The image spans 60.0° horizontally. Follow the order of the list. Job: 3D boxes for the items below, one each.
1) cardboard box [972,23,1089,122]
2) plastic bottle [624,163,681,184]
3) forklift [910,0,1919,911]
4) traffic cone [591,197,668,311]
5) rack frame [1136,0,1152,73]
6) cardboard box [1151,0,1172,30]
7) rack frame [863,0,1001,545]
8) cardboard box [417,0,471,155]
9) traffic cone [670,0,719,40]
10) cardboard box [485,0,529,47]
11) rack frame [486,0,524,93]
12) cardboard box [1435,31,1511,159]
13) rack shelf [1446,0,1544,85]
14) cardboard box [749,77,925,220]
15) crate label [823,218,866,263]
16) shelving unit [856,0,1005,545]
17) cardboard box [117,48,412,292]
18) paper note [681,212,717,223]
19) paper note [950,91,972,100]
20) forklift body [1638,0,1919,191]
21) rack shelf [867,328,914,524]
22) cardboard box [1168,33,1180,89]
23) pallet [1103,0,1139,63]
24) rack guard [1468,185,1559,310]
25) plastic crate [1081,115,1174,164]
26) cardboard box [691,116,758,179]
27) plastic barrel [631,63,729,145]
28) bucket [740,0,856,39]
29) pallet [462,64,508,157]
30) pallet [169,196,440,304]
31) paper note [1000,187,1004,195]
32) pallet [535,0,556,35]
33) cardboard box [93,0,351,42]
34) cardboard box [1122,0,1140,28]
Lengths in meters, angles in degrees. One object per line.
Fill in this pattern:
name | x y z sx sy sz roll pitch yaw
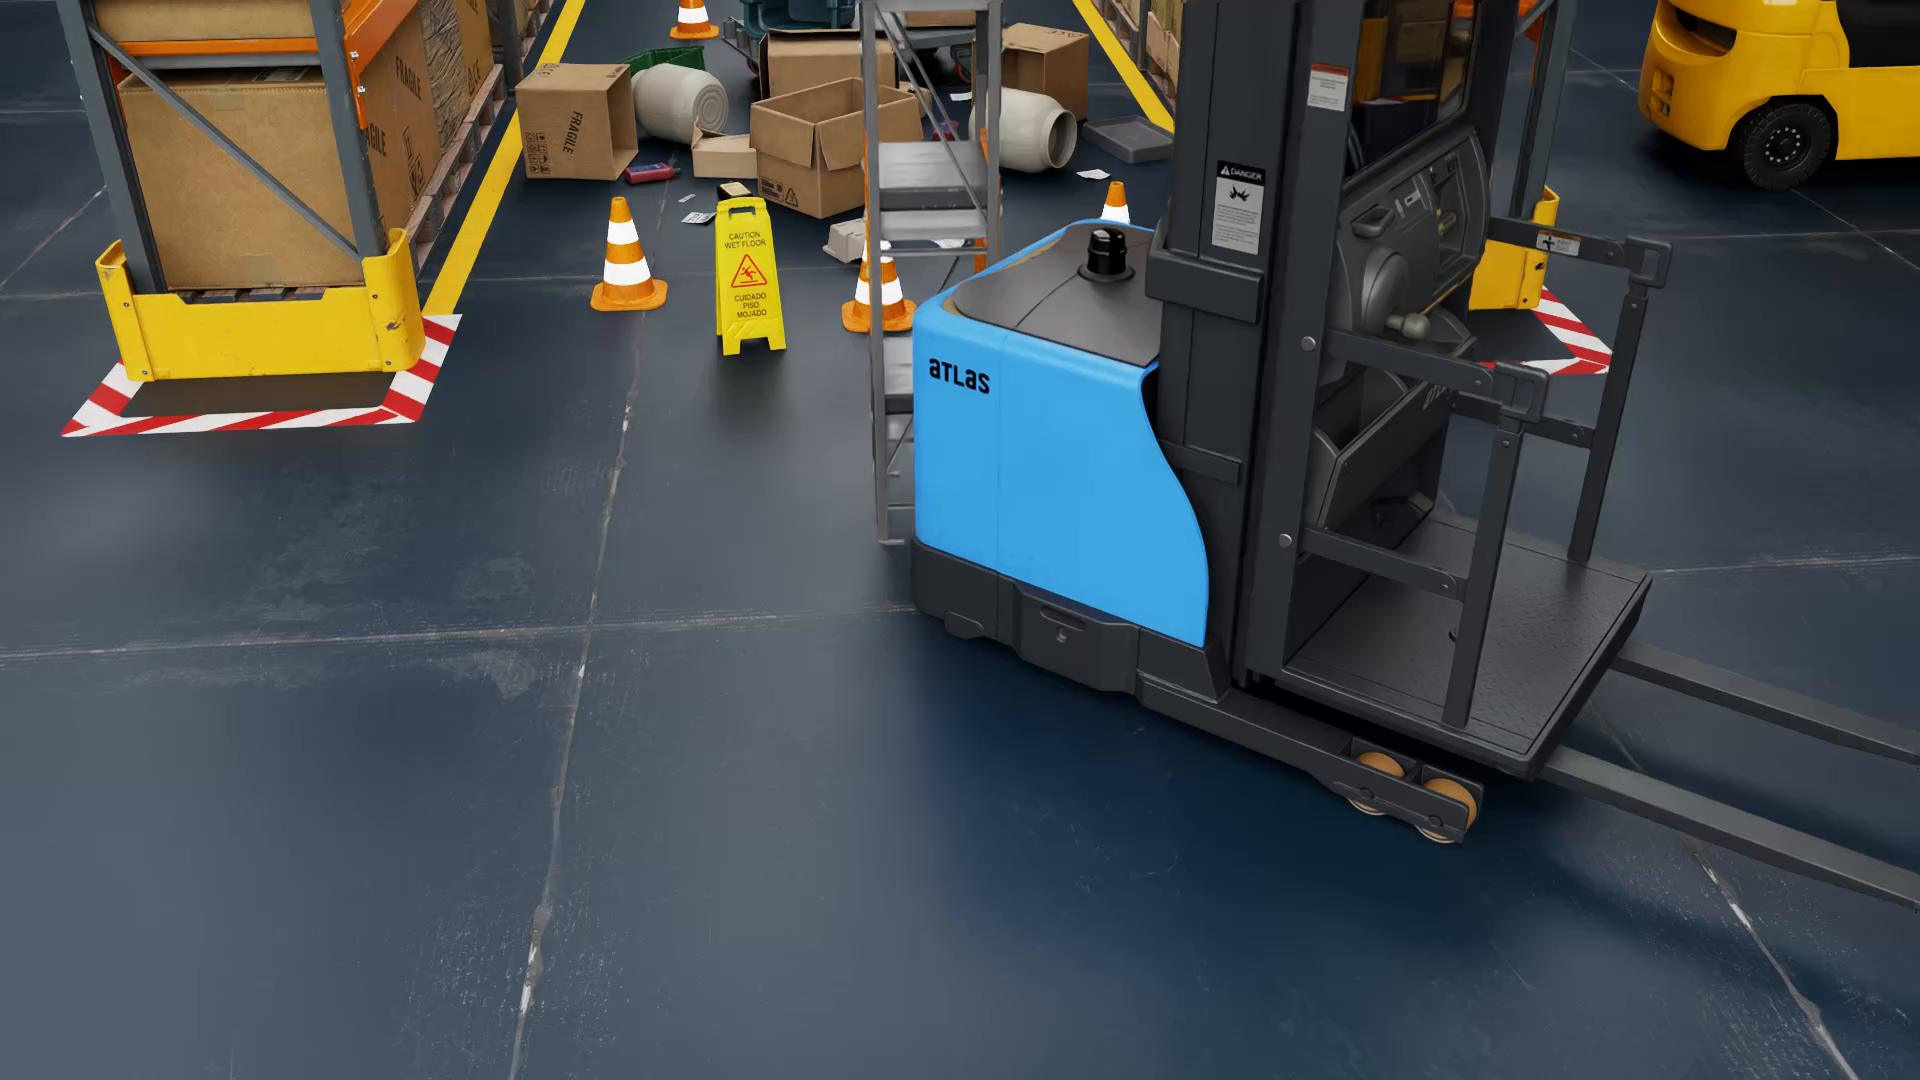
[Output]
cardboard box | 0.413 -2.712 9.800 0.500 0.500 0.500 20 36 29
plastic bottle | -1.666 -1.995 9.030 0.283 0.061 0.133 -14 33 -22
forklift | 1.341 -0.767 4.177 3.031 2.935 1.130 20 36 30
traffic cone | -1.513 -1.315 7.500 0.336 0.463 0.334 -3 31 -5
rack frame | 1.668 -4.396 10.184 1.000 3.000 0.127 -3 31 -5
cardboard box | 1.454 -3.404 10.064 0.500 0.500 0.500 -1 31 -2
rack frame | -0.081 -0.896 5.202 0.400 2.100 0.015 -2 31 -3
cardboard box | -3.174 -2.591 8.825 0.875 0.875 0.875 -3 31 -4
traffic cone | -1.873 -3.775 11.619 0.336 0.463 0.334 -3 31 -5
cardboard box | -3.399 -3.634 10.694 1.050 0.750 0.750 -3 31 -5
rack frame | -3.251 -4.107 9.701 1.000 3.000 0.127 -3 31 -5
cardboard box | 2.239 -2.113 7.902 0.500 0.500 0.500 -4 31 -6
rack shelf | 1.855 -3.066 8.659 1.077 0.370 4.000 -3 31 -5
cardboard box | -0.643 -2.057 8.704 0.637 0.503 0.797 27 40 37
crate label | -0.492 -1.454 8.051 0.250 0.136 0.298 -20 36 -30
shelving unit | -0.098 -1.021 5.411 0.431 2.100 0.503 -2 31 -3
cardboard box | -3.007 -1.676 7.294 0.875 0.875 0.875 -3 31 -4
paper note | -1.330 -1.650 8.485 0.144 0.017 0.142 8 32 13
paper note | 0.019 -2.769 10.356 0.148 0.019 0.142 -3 31 -5
forklift body | 4.990 -3.110 8.859 2.313 2.155 1.214 -3 31 -5
rack shelf | -0.098 -0.408 5.777 0.431 0.518 0.480 -2 31 -3
cardboard box | 1.515 -2.810 9.801 0.500 0.250 0.500 -1 31 -2
pallet | 1.594 -3.596 11.565 1.003 0.211 1.213 -3 31 -5
rack guard | 2.034 -1.319 7.471 1.175 0.500 0.348 -3 31 -5
plastic crate | 0.998 -2.302 9.525 0.402 0.080 0.583 -14 33 -22
cardboard box | -1.257 -2.144 9.081 0.396 0.266 0.258 2 31 4
plastic barrel | -1.618 -2.495 9.515 0.512 0.421 0.421 20 36 29
bucket | -0.943 -3.395 10.219 0.726 0.611 0.620 8 22 13
pallet | -3.258 -2.518 9.760 1.003 0.211 1.213 -3 31 -5
pallet | -3.030 -1.272 7.674 1.003 0.211 1.213 -3 31 -5
paper note | 0.210 -1.858 8.850 0.032 0.001 0.123 -3 31 -5
pallet | -3.515 -3.925 12.115 1.003 0.211 1.213 -3 31 -5
cardboard box | -2.957 -2.317 6.557 0.875 0.550 0.550 -3 31 -5
cardboard box | 1.616 -3.716 11.199 0.950 0.372 0.625 -2 31 -4
